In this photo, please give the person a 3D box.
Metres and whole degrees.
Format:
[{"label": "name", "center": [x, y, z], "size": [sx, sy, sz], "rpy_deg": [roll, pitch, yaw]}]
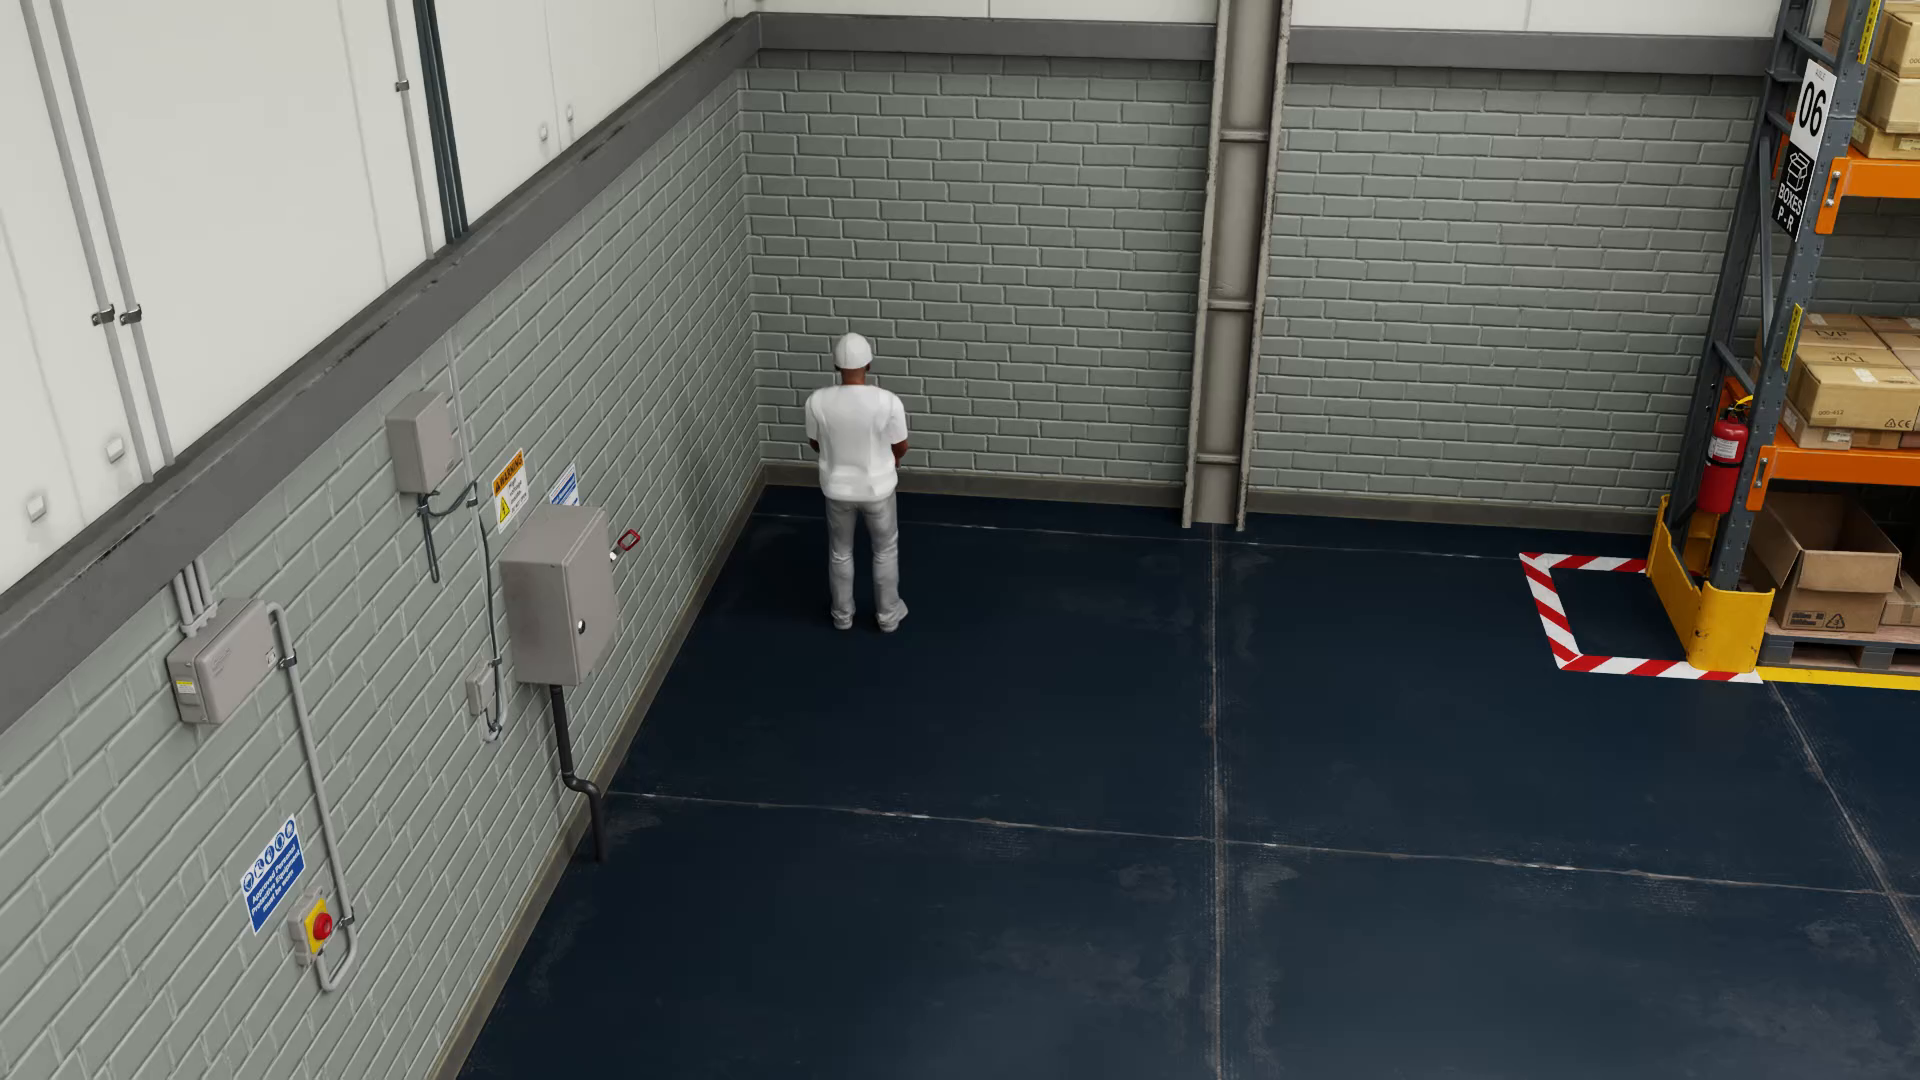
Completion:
[{"label": "person", "center": [-0.550, -0.336, 9.222], "size": [0.553, 1.769, 0.532], "rpy_deg": [3, 28, 6]}]
